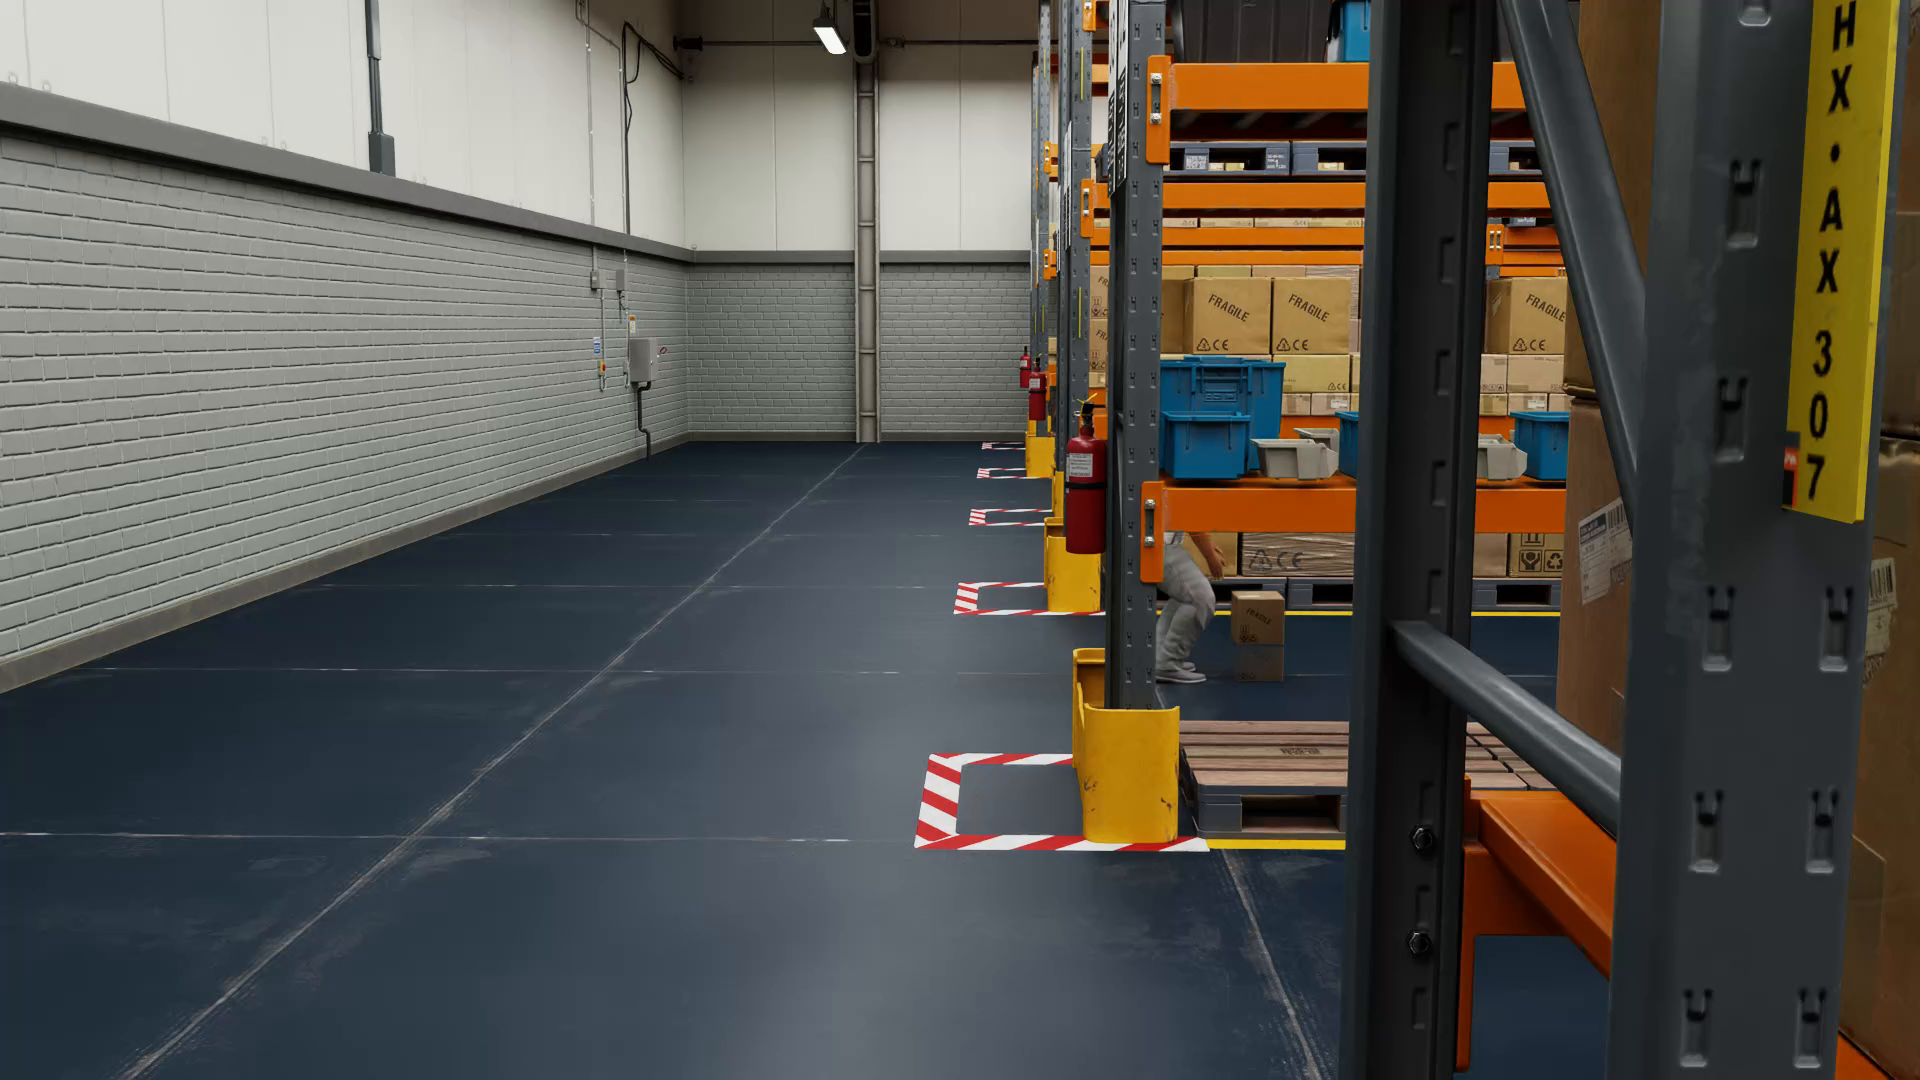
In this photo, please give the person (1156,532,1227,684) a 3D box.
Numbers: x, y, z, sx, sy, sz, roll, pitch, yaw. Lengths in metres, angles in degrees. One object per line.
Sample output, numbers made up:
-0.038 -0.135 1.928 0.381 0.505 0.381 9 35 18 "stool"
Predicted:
1.179 0.034 8.963 0.691 1.432 0.532 0 7 2 "person"
